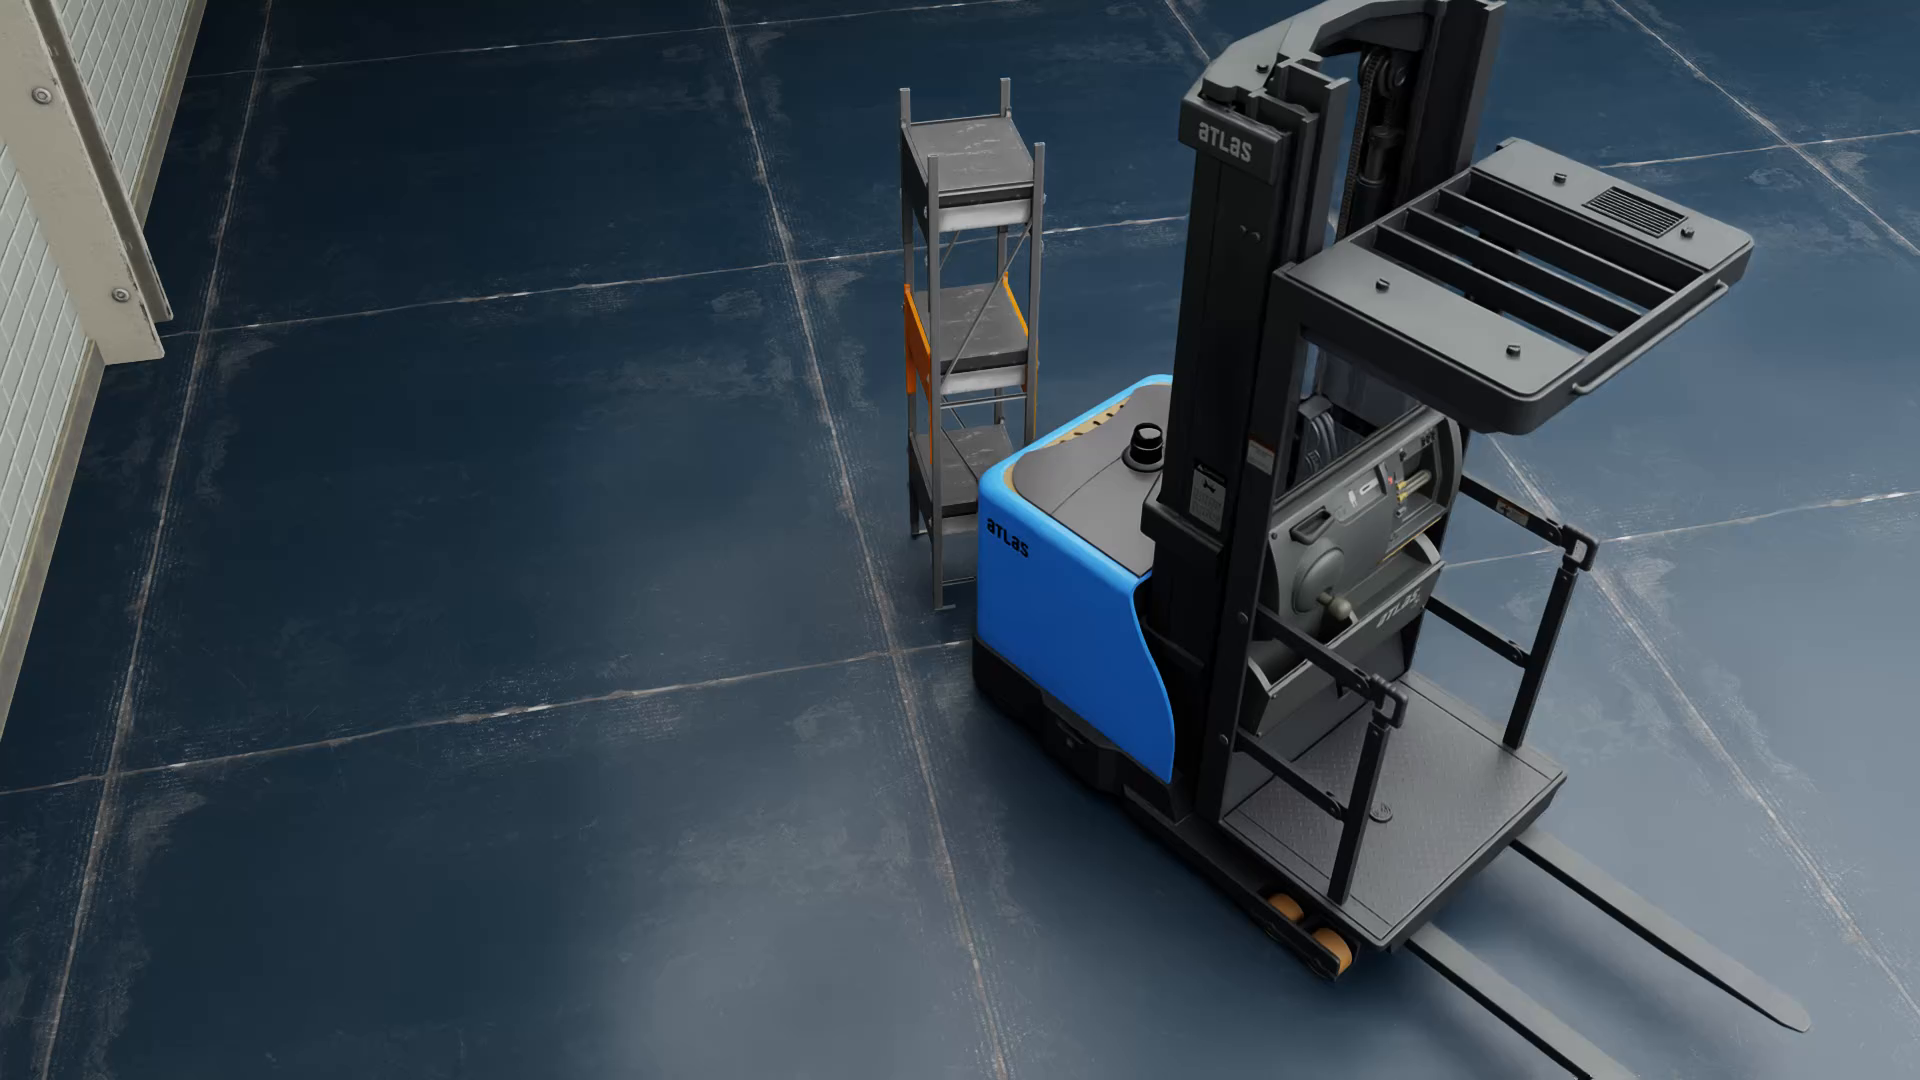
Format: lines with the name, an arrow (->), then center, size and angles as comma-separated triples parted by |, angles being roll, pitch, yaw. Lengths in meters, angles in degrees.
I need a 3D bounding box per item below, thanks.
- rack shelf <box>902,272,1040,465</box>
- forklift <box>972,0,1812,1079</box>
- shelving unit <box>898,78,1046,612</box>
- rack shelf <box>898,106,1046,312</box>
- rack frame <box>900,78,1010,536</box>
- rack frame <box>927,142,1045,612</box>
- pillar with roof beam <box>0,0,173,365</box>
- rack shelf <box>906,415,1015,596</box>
rack shelf -> 0.036, -0.668, 6.441 | 0.431, 0.518, 0.480 | -8, 42, -9
forklift -> 1.411, -0.014, 5.058 | 1.130, 2.935, 3.031 | -31, 50, -30
shelving unit -> 0.036, -0.678, 6.432 | 0.431, 2.100, 0.503 | -8, 42, -9
rack shelf -> 0.036, -1.191, 5.976 | 0.431, 0.518, 0.480 | -8, 42, -9
rack frame -> -0.017, -0.836, 6.610 | 0.400, 2.100, 0.015 | -8, 42, -9
rack frame -> 0.088, -0.520, 6.254 | 0.400, 2.100, 0.015 | -8, 42, -9
pillar with roof beam -> 0.047, -4.994, 6.098 | 9.100, 9.000, 0.400 | -8, 42, -9
rack shelf -> 0.036, -0.144, 6.906 | 0.431, 0.518, 0.480 | -8, 42, -9
